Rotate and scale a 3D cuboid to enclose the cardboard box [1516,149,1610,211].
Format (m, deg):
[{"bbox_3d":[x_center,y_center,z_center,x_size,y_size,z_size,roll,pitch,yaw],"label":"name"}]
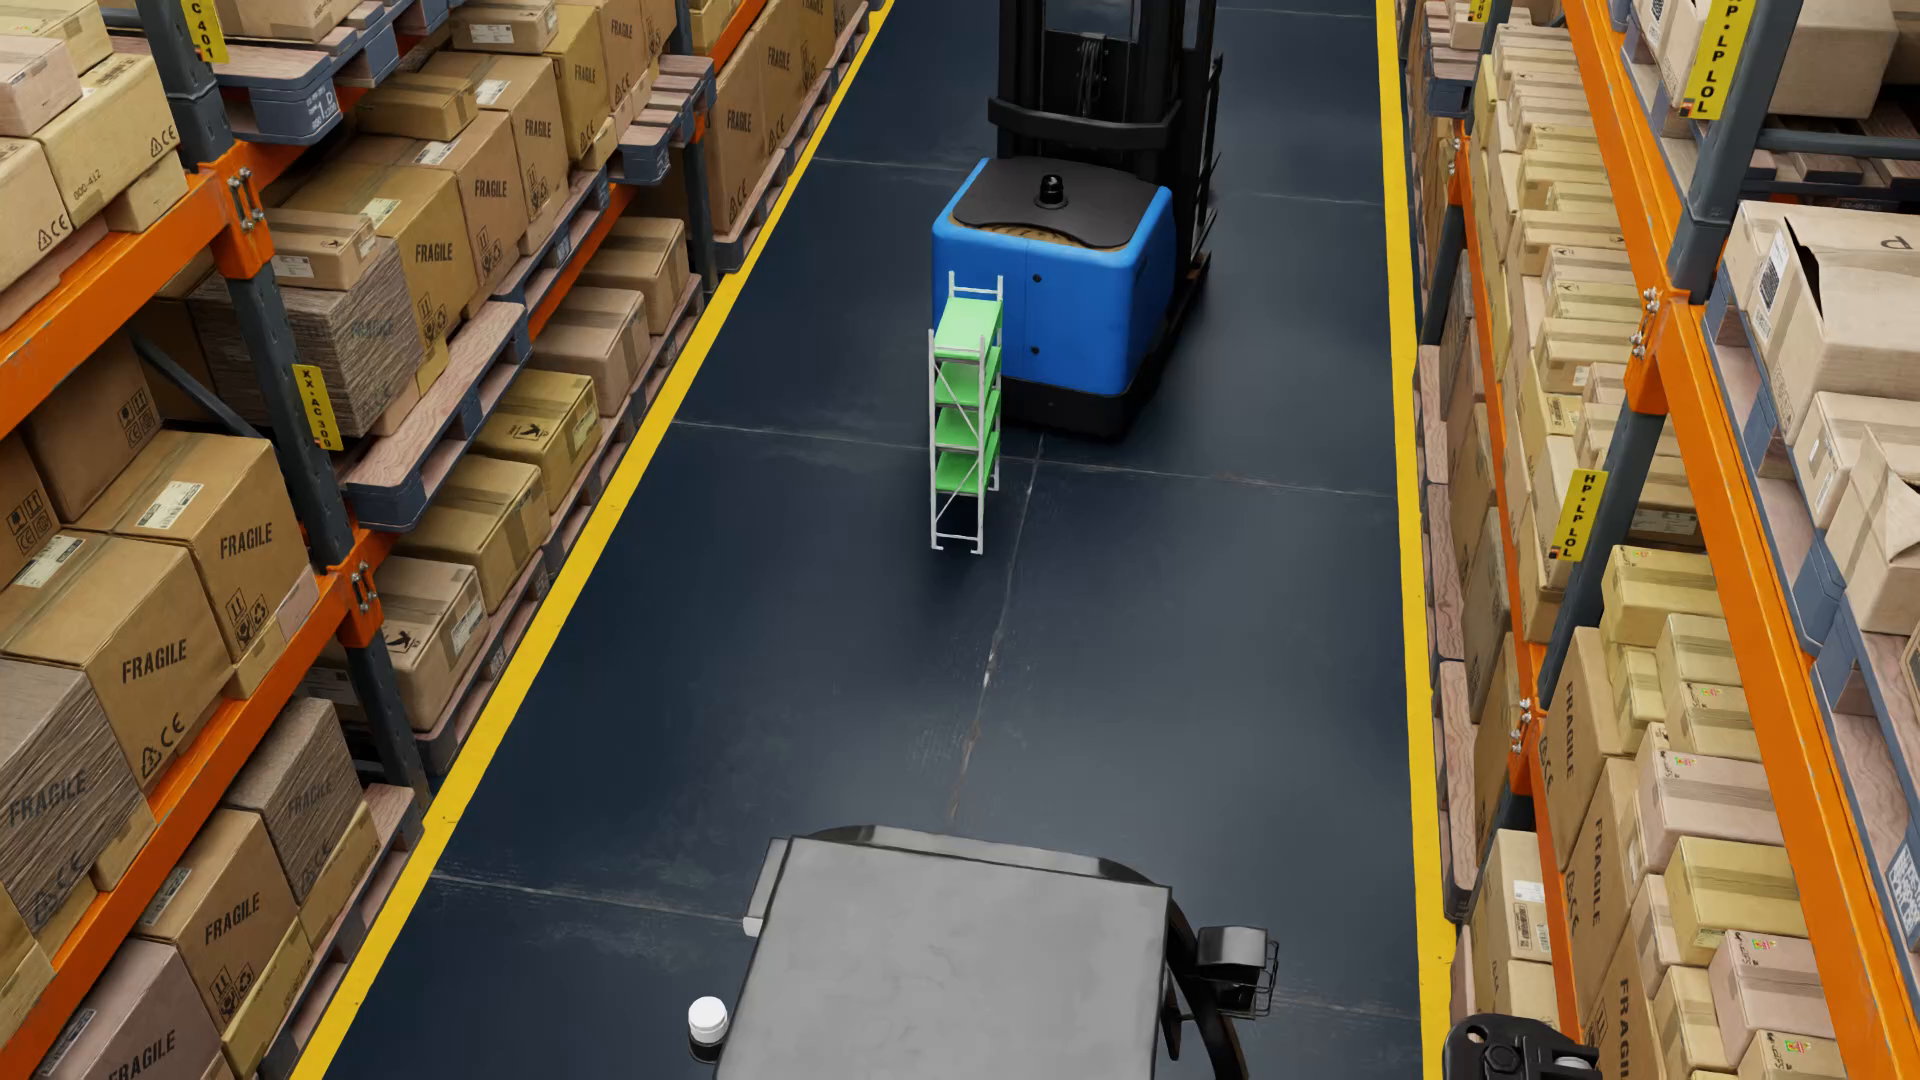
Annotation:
[{"bbox_3d":[2.430,-1.418,6.621,0.380,0.149,0.250,7,40,9],"label":"cardboard box"}]

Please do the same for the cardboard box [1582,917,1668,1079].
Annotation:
[{"bbox_3d":[1.802,1.260,3.891,0.500,0.500,0.500,6,40,7],"label":"cardboard box"}]

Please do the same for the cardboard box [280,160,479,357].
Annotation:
[{"bbox_3d":[-2.144,-1.035,6.104,0.500,0.500,0.500,7,40,8],"label":"cardboard box"}]

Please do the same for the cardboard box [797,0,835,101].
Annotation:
[{"bbox_3d":[-1.386,-3.541,11.114,0.875,0.875,0.875,7,40,9],"label":"cardboard box"}]

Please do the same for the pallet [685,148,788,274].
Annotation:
[{"bbox_3d":[-1.691,-2.065,10.179,1.003,0.211,1.213,6,40,8],"label":"pallet"}]

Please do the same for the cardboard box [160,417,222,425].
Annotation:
[{"bbox_3d":[-2.776,-0.562,6.040,0.380,0.149,0.250,7,40,8],"label":"cardboard box"}]

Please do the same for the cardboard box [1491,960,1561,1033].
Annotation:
[{"bbox_3d":[1.805,1.503,4.718,0.500,0.250,0.500,6,40,8],"label":"cardboard box"}]

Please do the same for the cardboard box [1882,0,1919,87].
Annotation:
[{"bbox_3d":[2.636,-1.369,4.584,0.380,0.149,0.250,6,40,8],"label":"cardboard box"}]

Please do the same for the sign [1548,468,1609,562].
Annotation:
[{"bbox_3d":[1.760,-0.068,4.728,0.100,0.325,0.005,6,40,8],"label":"sign"}]

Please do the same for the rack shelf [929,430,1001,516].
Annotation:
[{"bbox_3d":[0.029,-0.332,7.784,0.258,0.148,0.480,6,40,8],"label":"rack shelf"}]

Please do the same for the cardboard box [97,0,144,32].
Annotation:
[{"bbox_3d":[-2.635,-1.786,5.087,0.500,0.250,0.500,6,40,7],"label":"cardboard box"}]

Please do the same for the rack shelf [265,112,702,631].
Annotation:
[{"bbox_3d":[-2.247,-1.121,7.413,1.077,0.370,4.000,6,40,8],"label":"rack shelf"}]

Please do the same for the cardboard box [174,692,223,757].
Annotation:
[{"bbox_3d":[-2.507,0.501,5.084,0.380,0.149,0.250,7,40,8],"label":"cardboard box"}]

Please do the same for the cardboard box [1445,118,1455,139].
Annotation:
[{"bbox_3d":[2.930,-2.230,9.313,0.380,0.149,0.250,5,40,6],"label":"cardboard box"}]

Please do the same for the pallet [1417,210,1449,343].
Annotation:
[{"bbox_3d":[3.155,-1.498,9.493,1.003,0.211,1.213,6,40,8],"label":"pallet"}]

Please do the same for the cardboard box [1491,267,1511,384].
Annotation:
[{"bbox_3d":[2.405,-0.835,6.620,0.500,0.250,0.500,8,40,9],"label":"cardboard box"}]

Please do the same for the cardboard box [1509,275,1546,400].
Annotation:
[{"bbox_3d":[2.305,-0.713,6.081,0.500,0.250,0.500,7,40,9],"label":"cardboard box"}]

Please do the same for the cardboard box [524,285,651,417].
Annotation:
[{"bbox_3d":[-2.129,-0.985,8.417,0.950,0.372,0.625,6,40,7],"label":"cardboard box"}]

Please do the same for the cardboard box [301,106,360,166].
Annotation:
[{"bbox_3d":[-2.560,-1.408,6.554,0.500,0.500,0.500,8,40,9],"label":"cardboard box"}]

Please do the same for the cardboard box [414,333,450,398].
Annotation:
[{"bbox_3d":[-2.135,-0.676,6.178,0.380,0.149,0.250,7,40,9],"label":"cardboard box"}]

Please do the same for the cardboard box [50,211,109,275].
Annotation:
[{"bbox_3d":[-2.478,-0.822,4.330,0.380,0.149,0.250,7,40,8],"label":"cardboard box"}]

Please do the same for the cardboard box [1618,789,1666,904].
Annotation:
[{"bbox_3d":[1.805,0.760,3.986,0.380,0.149,0.250,7,40,9],"label":"cardboard box"}]

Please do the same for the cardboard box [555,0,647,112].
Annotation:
[{"bbox_3d":[-1.785,-2.327,7.666,0.500,0.500,0.500,6,40,7],"label":"cardboard box"}]

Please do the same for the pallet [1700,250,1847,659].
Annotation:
[{"bbox_3d":[2.174,-0.182,3.428,1.003,0.211,1.213,6,40,8],"label":"pallet"}]

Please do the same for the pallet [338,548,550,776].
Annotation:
[{"bbox_3d":[-2.460,0.443,7.146,1.003,0.211,1.213,6,40,8],"label":"pallet"}]

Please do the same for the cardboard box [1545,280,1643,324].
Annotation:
[{"bbox_3d":[2.279,-0.775,5.842,0.380,0.149,0.250,5,40,7],"label":"cardboard box"}]

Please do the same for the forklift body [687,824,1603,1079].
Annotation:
[{"bbox_3d":[0.135,1.848,3.924,2.313,2.155,1.214,6,40,8],"label":"forklift body"}]

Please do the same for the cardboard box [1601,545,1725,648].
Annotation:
[{"bbox_3d":[1.949,0.166,4.471,0.380,0.149,0.250,7,40,9],"label":"cardboard box"}]

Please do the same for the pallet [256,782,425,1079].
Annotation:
[{"bbox_3d":[-2.675,1.357,6.040,1.003,0.211,1.213,6,40,8],"label":"pallet"}]

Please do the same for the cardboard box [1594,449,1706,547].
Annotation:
[{"bbox_3d":[2.136,-0.126,5.057,0.380,0.149,0.250,8,40,9],"label":"cardboard box"}]

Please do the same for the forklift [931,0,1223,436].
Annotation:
[{"bbox_3d":[0.818,-2.598,8.689,1.130,2.935,3.031,13,41,15],"label":"forklift"}]

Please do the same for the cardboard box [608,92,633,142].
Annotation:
[{"bbox_3d":[-1.752,-1.991,7.768,0.380,0.149,0.250,5,40,6],"label":"cardboard box"}]

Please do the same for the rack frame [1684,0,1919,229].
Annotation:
[{"bbox_3d":[2.296,-1.910,3.095,1.000,3.000,0.127,6,40,8],"label":"rack frame"}]

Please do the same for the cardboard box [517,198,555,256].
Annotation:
[{"bbox_3d":[-1.934,-1.335,6.975,0.380,0.149,0.250,8,40,9],"label":"cardboard box"}]

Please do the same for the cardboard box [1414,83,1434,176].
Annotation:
[{"bbox_3d":[3.106,-2.566,10.228,0.500,0.500,0.500,5,40,6],"label":"cardboard box"}]

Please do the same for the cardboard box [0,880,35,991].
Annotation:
[{"bbox_3d":[-2.677,0.982,3.993,0.500,0.500,0.500,6,40,7],"label":"cardboard box"}]

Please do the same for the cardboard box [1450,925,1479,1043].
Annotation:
[{"bbox_3d":[1.886,1.567,5.426,0.500,0.250,0.500,7,40,8],"label":"cardboard box"}]

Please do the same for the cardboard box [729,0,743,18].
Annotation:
[{"bbox_3d":[-1.497,-3.199,9.480,0.500,0.250,0.500,5,40,6],"label":"cardboard box"}]

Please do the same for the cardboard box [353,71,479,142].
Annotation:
[{"bbox_3d":[-2.077,-1.658,6.347,0.380,0.149,0.250,9,40,10],"label":"cardboard box"}]

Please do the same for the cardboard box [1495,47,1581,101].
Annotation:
[{"bbox_3d":[2.598,-2.062,7.399,0.380,0.149,0.250,7,40,9],"label":"cardboard box"}]

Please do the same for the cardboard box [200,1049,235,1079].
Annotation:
[{"bbox_3d":[-2.606,1.809,5.133,0.500,0.250,0.500,7,40,8],"label":"cardboard box"}]

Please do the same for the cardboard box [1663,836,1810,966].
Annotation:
[{"bbox_3d":[1.793,0.817,3.683,0.380,0.149,0.250,6,40,7],"label":"cardboard box"}]

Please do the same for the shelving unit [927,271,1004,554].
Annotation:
[{"bbox_3d":[0.029,-0.566,7.590,0.258,1.200,0.503,6,40,8],"label":"shelving unit"}]

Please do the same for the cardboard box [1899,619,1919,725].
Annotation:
[{"bbox_3d":[1.855,0.216,2.388,0.797,0.503,0.637,8,40,9],"label":"cardboard box"}]

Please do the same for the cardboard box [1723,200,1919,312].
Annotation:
[{"bbox_3d":[1.919,-0.610,3.665,0.380,0.149,0.250,7,40,9],"label":"cardboard box"}]

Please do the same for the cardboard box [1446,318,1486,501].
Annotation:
[{"bbox_3d":[2.761,-0.554,7.697,0.875,0.625,0.625,8,40,9],"label":"cardboard box"}]

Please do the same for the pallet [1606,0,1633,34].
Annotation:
[{"bbox_3d":[2.768,-2.054,5.771,1.003,0.211,1.213,8,40,10],"label":"pallet"}]

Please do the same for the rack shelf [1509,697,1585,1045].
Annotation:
[{"bbox_3d":[1.950,1.934,3.718,1.077,0.370,4.000,6,40,8],"label":"rack shelf"}]

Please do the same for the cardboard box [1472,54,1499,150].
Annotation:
[{"bbox_3d":[2.646,-1.995,7.631,0.500,0.250,0.500,6,40,8],"label":"cardboard box"}]

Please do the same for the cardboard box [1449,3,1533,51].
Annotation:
[{"bbox_3d":[2.724,-2.628,8.539,0.380,0.149,0.250,7,40,8],"label":"cardboard box"}]

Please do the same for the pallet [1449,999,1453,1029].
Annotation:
[{"bbox_3d":[2.117,1.971,5.297,1.003,0.211,1.213,6,40,8],"label":"pallet"}]

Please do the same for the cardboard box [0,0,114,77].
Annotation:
[{"bbox_3d":[-2.433,-1.287,4.267,0.380,0.149,0.250,7,40,9],"label":"cardboard box"}]

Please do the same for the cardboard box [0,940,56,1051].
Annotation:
[{"bbox_3d":[-2.604,1.150,4.299,0.380,0.149,0.250,7,40,8],"label":"cardboard box"}]
